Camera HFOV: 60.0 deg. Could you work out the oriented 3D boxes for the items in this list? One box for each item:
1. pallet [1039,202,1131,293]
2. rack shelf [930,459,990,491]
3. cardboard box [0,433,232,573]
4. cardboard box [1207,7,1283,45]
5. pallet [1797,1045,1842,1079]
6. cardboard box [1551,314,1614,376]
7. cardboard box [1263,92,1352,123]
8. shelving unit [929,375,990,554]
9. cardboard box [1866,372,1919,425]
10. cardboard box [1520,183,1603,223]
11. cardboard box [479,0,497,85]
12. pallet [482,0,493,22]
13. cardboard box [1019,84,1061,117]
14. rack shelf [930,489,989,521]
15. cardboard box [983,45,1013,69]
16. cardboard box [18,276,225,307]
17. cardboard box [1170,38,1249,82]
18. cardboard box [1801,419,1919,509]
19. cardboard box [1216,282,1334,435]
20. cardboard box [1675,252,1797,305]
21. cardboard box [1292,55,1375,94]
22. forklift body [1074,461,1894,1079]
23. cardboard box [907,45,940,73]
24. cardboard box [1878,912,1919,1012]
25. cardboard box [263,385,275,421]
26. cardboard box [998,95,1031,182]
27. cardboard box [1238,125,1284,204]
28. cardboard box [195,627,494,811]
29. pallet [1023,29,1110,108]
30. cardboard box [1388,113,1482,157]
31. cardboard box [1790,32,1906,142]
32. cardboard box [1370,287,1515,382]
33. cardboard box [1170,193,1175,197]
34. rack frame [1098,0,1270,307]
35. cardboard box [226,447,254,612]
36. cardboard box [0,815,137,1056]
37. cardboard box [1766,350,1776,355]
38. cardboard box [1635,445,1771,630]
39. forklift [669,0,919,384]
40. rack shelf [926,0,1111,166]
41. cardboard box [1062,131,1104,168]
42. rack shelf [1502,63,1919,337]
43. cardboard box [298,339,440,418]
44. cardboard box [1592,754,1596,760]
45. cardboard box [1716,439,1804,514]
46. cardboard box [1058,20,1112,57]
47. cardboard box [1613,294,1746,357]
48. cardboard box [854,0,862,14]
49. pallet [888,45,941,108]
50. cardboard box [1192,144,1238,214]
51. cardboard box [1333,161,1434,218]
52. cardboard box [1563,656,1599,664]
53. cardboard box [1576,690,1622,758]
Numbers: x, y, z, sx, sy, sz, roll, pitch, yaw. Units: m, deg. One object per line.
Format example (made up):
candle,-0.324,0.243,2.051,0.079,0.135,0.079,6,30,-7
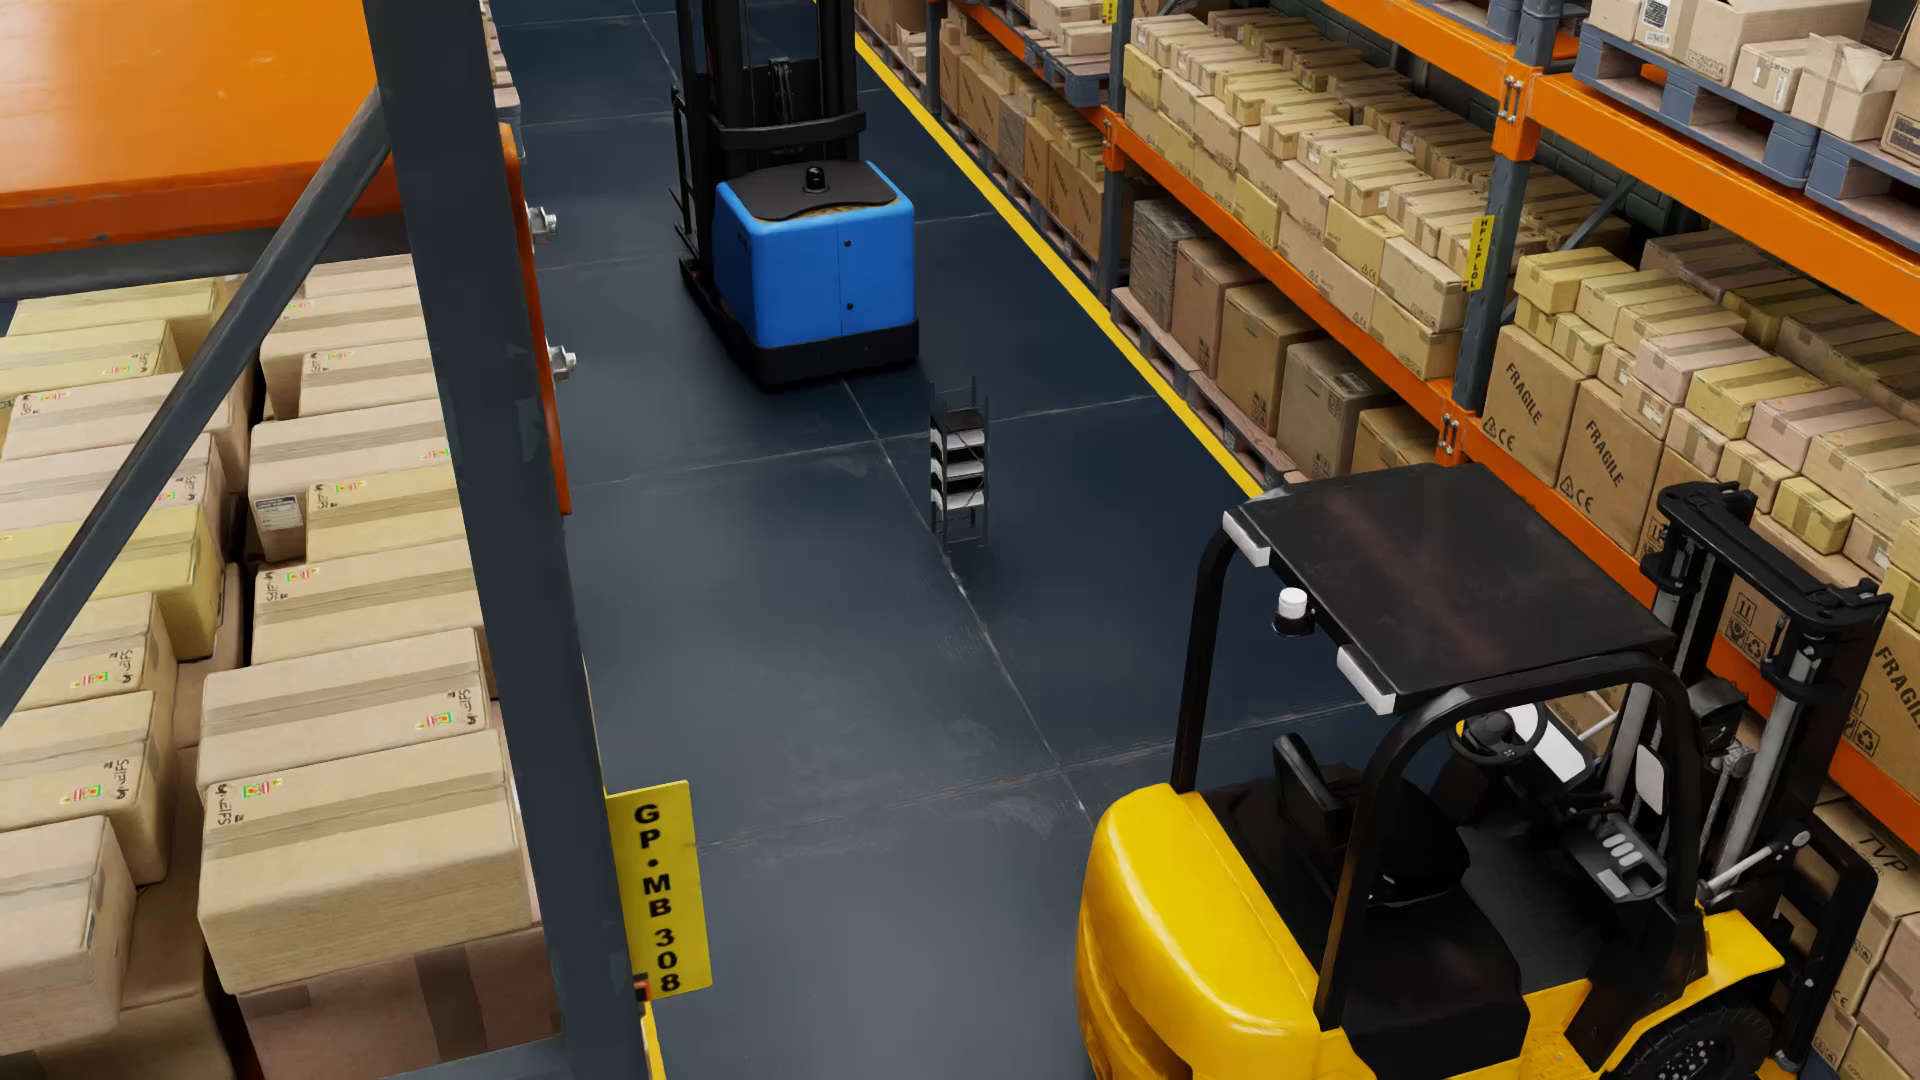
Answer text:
pallet,1.232,-2.157,11.823,1.003,0.211,1.213,-10,35,-15
rack shelf,-0.002,-0.352,8.527,0.258,0.077,0.200,-10,35,-15
cardboard box,-1.480,-0.036,2.868,0.380,0.149,0.250,-10,35,-15
cardboard box,1.716,-3.097,10.038,0.380,0.149,0.250,-9,34,-13
pallet,3.591,2.047,5.460,1.003,0.211,1.213,-10,35,-15
cardboard box,2.571,-0.787,6.541,0.380,0.149,0.250,-9,35,-14
cardboard box,1.815,-2.221,8.711,0.380,0.149,0.250,-10,35,-15
shelving unit,-0.002,-0.380,8.508,0.258,0.900,0.210,-10,35,-15
cardboard box,3.389,-0.464,5.782,0.380,0.149,0.250,-10,35,-15
cardboard box,2.709,-1.504,7.627,0.380,0.149,0.250,-11,35,-16
cardboard box,-1.879,-1.723,5.672,0.500,0.250,0.500,-11,35,-16
pallet,-2.488,-2.044,6.572,1.213,0.211,1.003,-10,35,-15
cardboard box,0.654,-3.242,12.234,0.380,0.149,0.250,-12,35,-17
rack shelf,-0.002,-0.202,8.626,0.258,0.077,0.200,-10,35,-15
cardboard box,0.403,-3.785,13.055,0.380,0.149,0.250,-11,35,-16
cardboard box,-1.848,-0.570,3.675,0.380,0.149,0.250,-11,35,-15
cardboard box,1.426,-2.747,9.507,0.380,0.149,0.250,-9,35,-13
cardboard box,3.020,-0.250,5.459,0.380,0.149,0.250,-10,35,-15
cardboard box,2.013,-1.081,9.439,0.875,0.625,0.625,-11,35,-17
cardboard box,3.066,-1.003,6.598,0.380,0.149,0.250,-11,35,-16
cardboard box,2.070,-2.565,9.232,0.380,0.149,0.250,-10,35,-15
forklift body,1.548,0.944,5.371,2.313,2.155,1.214,-10,35,-15
cardboard box,-0.246,-4.251,14.667,0.380,0.149,0.250,-11,35,-16
cardboard box,3.265,1.377,5.152,0.500,0.250,0.500,-9,35,-14
cardboard box,-1.225,-0.312,3.647,0.500,0.250,0.500,-9,35,-14
cardboard box,0.609,-3.048,12.529,0.500,0.500,0.500,-11,35,-16
cardboard box,1.800,-1.989,8.722,0.500,0.250,0.500,-10,35,-14
cardboard box,-0.868,0.285,2.381,0.380,0.149,0.250,-10,35,-15
pallet,1.150,-3.186,11.025,1.213,0.211,1.003,-10,35,-15
cardboard box,2.402,-2.033,8.427,0.380,0.149,0.250,-10,35,-15
cardboard box,2.807,-1.404,5.083,0.396,0.266,0.258,-11,35,-16
cardboard box,2.241,-0.980,7.648,0.500,0.250,0.500,-9,35,-14
cardboard box,1.562,-2.323,11.431,0.500,0.500,0.500,-9,34,-13
rack frame,1.424,-2.922,10.451,1.000,3.000,0.127,-10,35,-15
cardboard box,-1.590,0.043,3.110,0.500,0.250,0.500,-9,35,-13
cardboard box,-1.246,0.508,2.044,0.380,0.149,0.250,-10,35,-14
cardboard box,3.169,-0.743,6.474,0.380,0.149,0.250,-9,35,-14
cardboard box,2.861,-0.050,6.015,0.500,0.500,0.500,-10,35,-15
forklift,-1.277,-2.966,10.579,1.130,2.935,3.031,-13,35,-18
rack shelf,0.814,-3.672,12.238,1.077,0.370,4.000,-10,35,-15
cardboard box,0.919,-2.680,11.382,0.380,0.149,0.250,-12,35,-17
rack shelf,3.254,-0.723,5.055,1.077,0.370,4.000,-10,35,-15
cardboard box,-1.060,-0.266,3.215,0.380,0.149,0.250,-9,35,-13
cardboard box,2.817,0.991,6.643,0.500,0.250,0.500,-9,35,-14
cardboard box,2.854,-0.246,5.722,0.380,0.149,0.250,-11,35,-16
cardboard box,0.858,-3.273,10.829,0.380,0.149,0.250,-9,35,-14
cardboard box,2.711,-0.787,6.271,0.380,0.149,0.250,-11,35,-16
cardboard box,-0.697,-5.462,16.181,0.700,0.500,0.500,-9,34,-13
pallet,-0.005,-4.219,14.944,1.003,0.211,1.213,-10,35,-15
cardboard box,1.639,-2.051,9.269,0.500,0.250,0.500,-11,35,-16
cardboard box,2.001,-1.662,7.865,0.380,0.149,0.250,-11,35,-16
cardboard box,2.639,0.310,6.766,0.500,0.250,0.500,-10,35,-15
cardboard box,2.795,0.777,6.512,0.500,0.250,0.500,-10,35,-15
